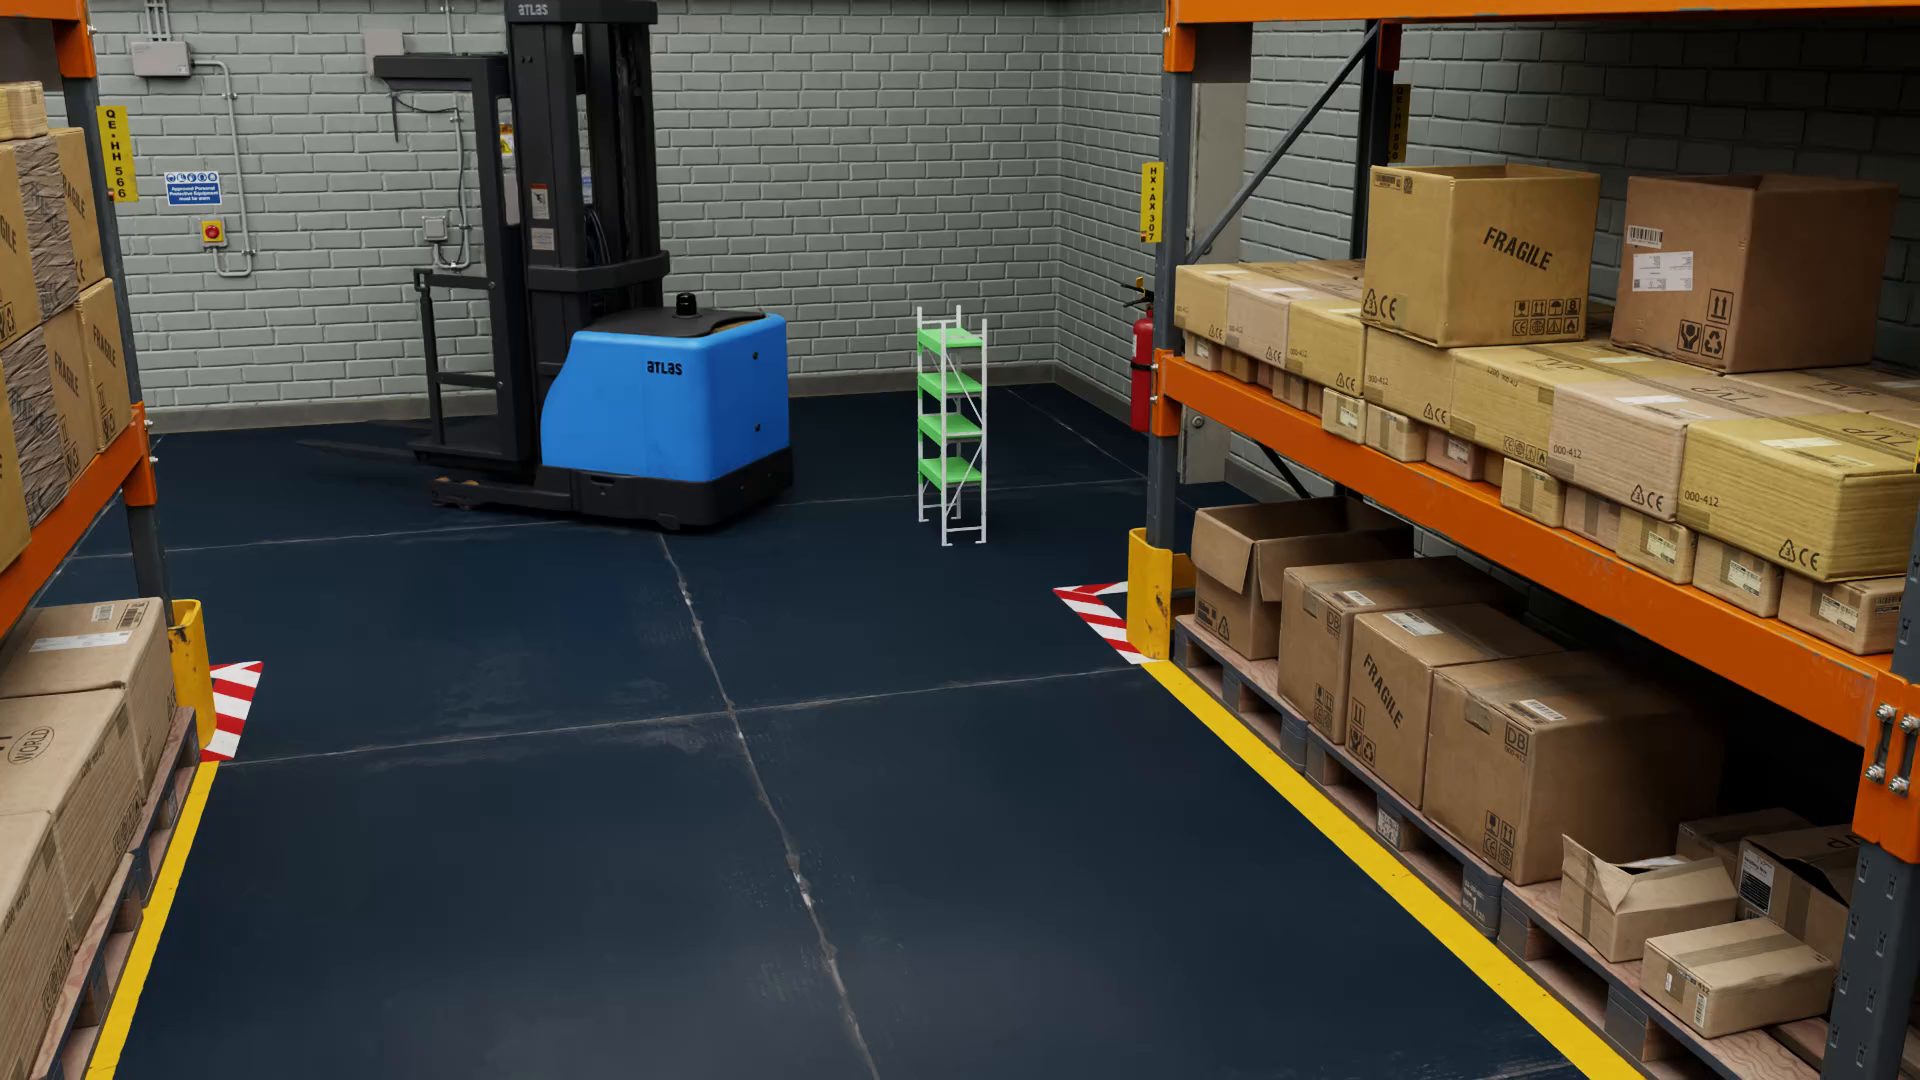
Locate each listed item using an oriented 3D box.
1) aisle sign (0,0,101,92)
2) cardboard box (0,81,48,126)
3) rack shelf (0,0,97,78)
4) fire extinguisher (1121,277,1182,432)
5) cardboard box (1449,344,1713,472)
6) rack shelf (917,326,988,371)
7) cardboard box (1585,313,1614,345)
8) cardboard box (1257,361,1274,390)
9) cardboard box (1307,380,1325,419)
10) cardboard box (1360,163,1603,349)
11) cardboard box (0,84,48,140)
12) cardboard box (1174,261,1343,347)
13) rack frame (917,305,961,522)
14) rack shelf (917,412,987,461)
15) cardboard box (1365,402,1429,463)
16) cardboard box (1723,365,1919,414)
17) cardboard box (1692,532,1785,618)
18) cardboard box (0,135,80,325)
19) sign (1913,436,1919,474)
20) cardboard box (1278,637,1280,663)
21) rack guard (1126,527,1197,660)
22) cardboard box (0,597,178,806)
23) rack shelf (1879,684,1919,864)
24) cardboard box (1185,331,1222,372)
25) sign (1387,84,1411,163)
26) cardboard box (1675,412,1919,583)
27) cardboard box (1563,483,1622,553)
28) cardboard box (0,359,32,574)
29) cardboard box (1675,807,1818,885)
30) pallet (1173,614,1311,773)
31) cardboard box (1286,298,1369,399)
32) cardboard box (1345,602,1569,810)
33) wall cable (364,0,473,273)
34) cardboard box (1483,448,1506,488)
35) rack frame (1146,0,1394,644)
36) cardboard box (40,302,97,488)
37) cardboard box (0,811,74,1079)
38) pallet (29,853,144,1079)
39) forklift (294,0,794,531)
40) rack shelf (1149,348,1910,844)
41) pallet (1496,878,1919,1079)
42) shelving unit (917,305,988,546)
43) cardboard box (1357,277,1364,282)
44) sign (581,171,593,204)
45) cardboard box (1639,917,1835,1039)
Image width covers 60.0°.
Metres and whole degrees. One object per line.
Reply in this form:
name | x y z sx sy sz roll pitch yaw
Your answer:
aisle sign | -3.174 -1.921 5.615 0.394 0.787 0.004 -5 17 -15
cardboard box | -3.161 -1.386 5.311 0.380 0.149 0.250 -4 17 -15
rack shelf | -2.902 -1.170 3.671 1.077 0.370 4.000 -5 17 -15
fire extinguisher | 0.835 -0.814 7.229 0.296 0.674 0.183 -5 17 -15
cardboard box | 1.768 -0.387 4.771 0.500 0.250 0.500 -5 17 -16
rack shelf | -0.046 -1.019 8.812 0.258 0.148 0.480 -5 17 -15
cardboard box | 2.117 -0.565 5.362 0.500 0.250 0.500 -5 17 -15
cardboard box | 1.366 -0.656 6.357 0.380 0.149 0.250 -5 17 -16
cardboard box | 1.455 -0.508 5.865 0.380 0.149 0.250 -4 17 -14
cardboard box | 1.598 -0.893 5.152 0.500 0.500 0.500 -4 17 -14
cardboard box | -2.916 -1.253 4.868 0.380 0.149 0.250 -5 17 -16
cardboard box | 1.185 -0.949 6.641 0.500 0.250 0.500 -5 17 -15
rack frame | -0.113 -0.688 9.157 0.240 1.200 0.015 -5 17 -15
rack shelf | -0.046 -0.559 8.950 0.258 0.148 0.480 -5 17 -15
cardboard box | 1.544 -0.361 5.375 0.380 0.149 0.250 -4 17 -14
cardboard box | 2.398 -0.286 4.433 0.500 0.250 0.500 -5 17 -16
cardboard box | 1.996 0.063 3.965 0.380 0.149 0.250 -4 17 -14
cardboard box | -2.919 -0.902 4.828 0.500 0.500 0.500 -5 17 -15
sign | 1.899 -0.288 3.193 0.100 0.325 0.005 -5 17 -15
cardboard box | 1.476 0.436 6.511 0.380 0.149 0.250 -5 18 -17
rack guard | 1.340 0.193 7.440 1.175 0.500 0.348 -5 17 -15
cardboard box | -3.174 0.569 5.567 0.875 0.438 0.875 -5 18 -17
rack shelf | 2.968 0.979 1.729 1.077 0.370 4.000 -5 17 -15
cardboard box | 1.146 -0.792 6.812 0.380 0.149 0.250 -5 17 -16
sign | 1.859 -1.769 7.066 0.100 0.325 0.005 -5 17 -15
cardboard box | 2.044 -0.111 3.851 0.500 0.250 0.500 -4 17 -14
cardboard box | 1.855 -0.082 4.446 0.380 0.149 0.250 -4 17 -14
cardboard box | -2.636 -0.144 4.042 0.500 0.500 0.500 -4 17 -14
cardboard box | 2.345 0.924 4.887 0.380 0.149 0.250 -5 17 -16
pallet | 1.560 0.552 6.748 1.003 0.211 1.213 -5 17 -15
cardboard box | 1.466 -0.670 5.711 0.500 0.250 0.500 -5 17 -16
cardboard box | 1.643 0.541 5.551 0.500 0.500 0.500 -4 17 -14
wall cable | -3.664 -2.791 11.265 0.588 1.984 0.122 -5 17 -15
cardboard box | 1.795 -0.230 4.941 0.380 0.149 0.250 -4 17 -14
rack frame | 1.320 -1.025 7.151 1.000 3.000 0.127 -5 17 -15
cardboard box | -2.941 -0.427 4.986 0.500 0.500 0.500 -5 17 -16
cardboard box | -2.669 1.071 3.896 0.875 0.438 0.875 -5 17 -17
pallet | -2.825 1.256 4.405 1.003 0.211 1.213 -5 17 -15
forklift | -2.547 -1.708 9.544 3.031 2.935 1.130 7 18 22
rack shelf | 1.869 -0.127 5.412 1.077 0.370 4.000 -5 17 -15
pallet | 2.231 1.227 4.501 1.003 0.211 1.213 -5 17 -15
shelving unit | -0.046 -0.620 8.932 0.258 1.200 0.503 -5 17 -15
cardboard box | 1.842 -0.847 6.300 0.500 0.250 0.500 -5 17 -15
sign | -2.546 -2.366 11.780 0.329 0.494 0.001 -5 17 -15
cardboard box | 1.983 1.115 4.253 0.380 0.149 0.250 -5 18 -17
